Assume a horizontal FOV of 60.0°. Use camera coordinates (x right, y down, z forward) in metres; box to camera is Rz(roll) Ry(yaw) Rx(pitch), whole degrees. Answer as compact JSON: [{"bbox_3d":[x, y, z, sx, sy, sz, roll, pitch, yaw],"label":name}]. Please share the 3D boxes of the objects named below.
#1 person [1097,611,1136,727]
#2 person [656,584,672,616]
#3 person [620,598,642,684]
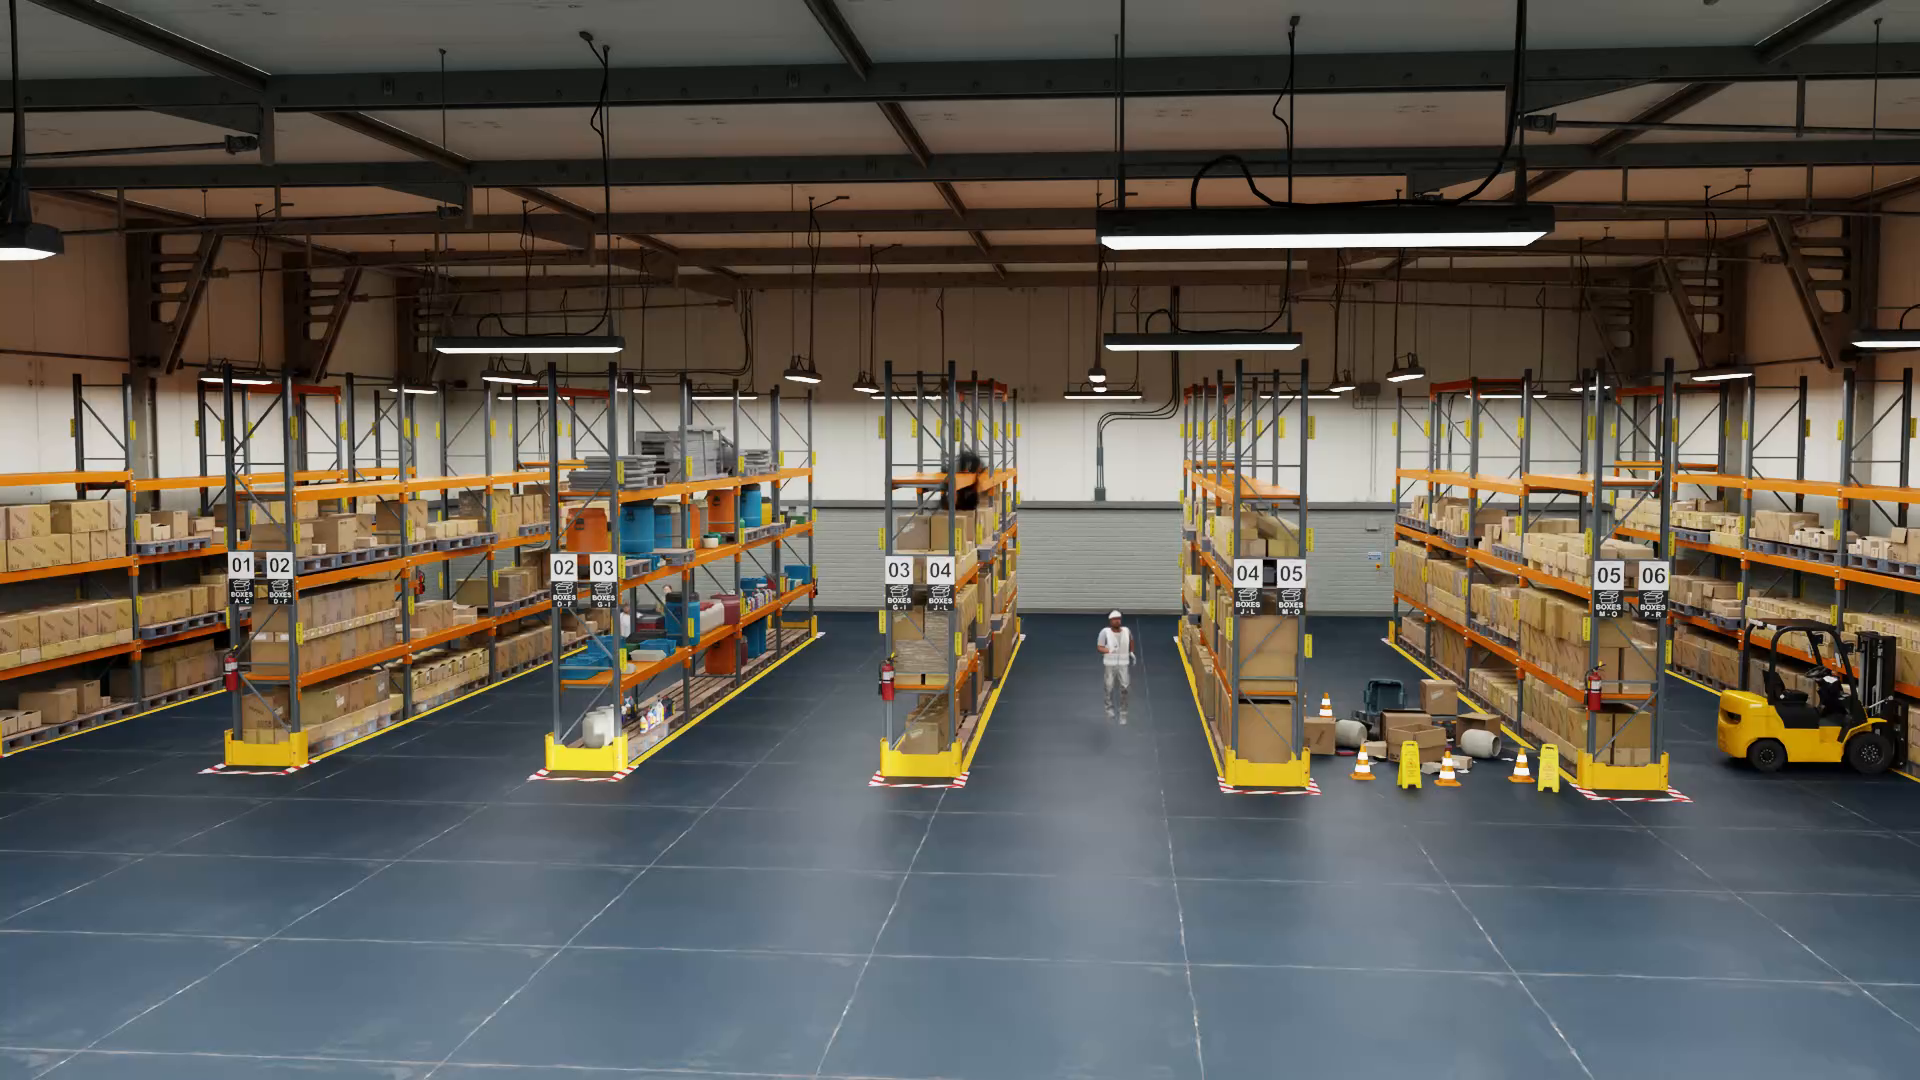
[{"bbox_3d":[2.548,2.081,26.953,0.656,1.866,0.712,0,4,-5],"label":"person"},{"bbox_3d":[-6.286,1.822,35.911,0.559,1.707,0.738,0,4,8],"label":"person"},{"bbox_3d":[-6.460,1.992,32.347,0.647,1.744,0.640,1,4,11],"label":"person"}]
